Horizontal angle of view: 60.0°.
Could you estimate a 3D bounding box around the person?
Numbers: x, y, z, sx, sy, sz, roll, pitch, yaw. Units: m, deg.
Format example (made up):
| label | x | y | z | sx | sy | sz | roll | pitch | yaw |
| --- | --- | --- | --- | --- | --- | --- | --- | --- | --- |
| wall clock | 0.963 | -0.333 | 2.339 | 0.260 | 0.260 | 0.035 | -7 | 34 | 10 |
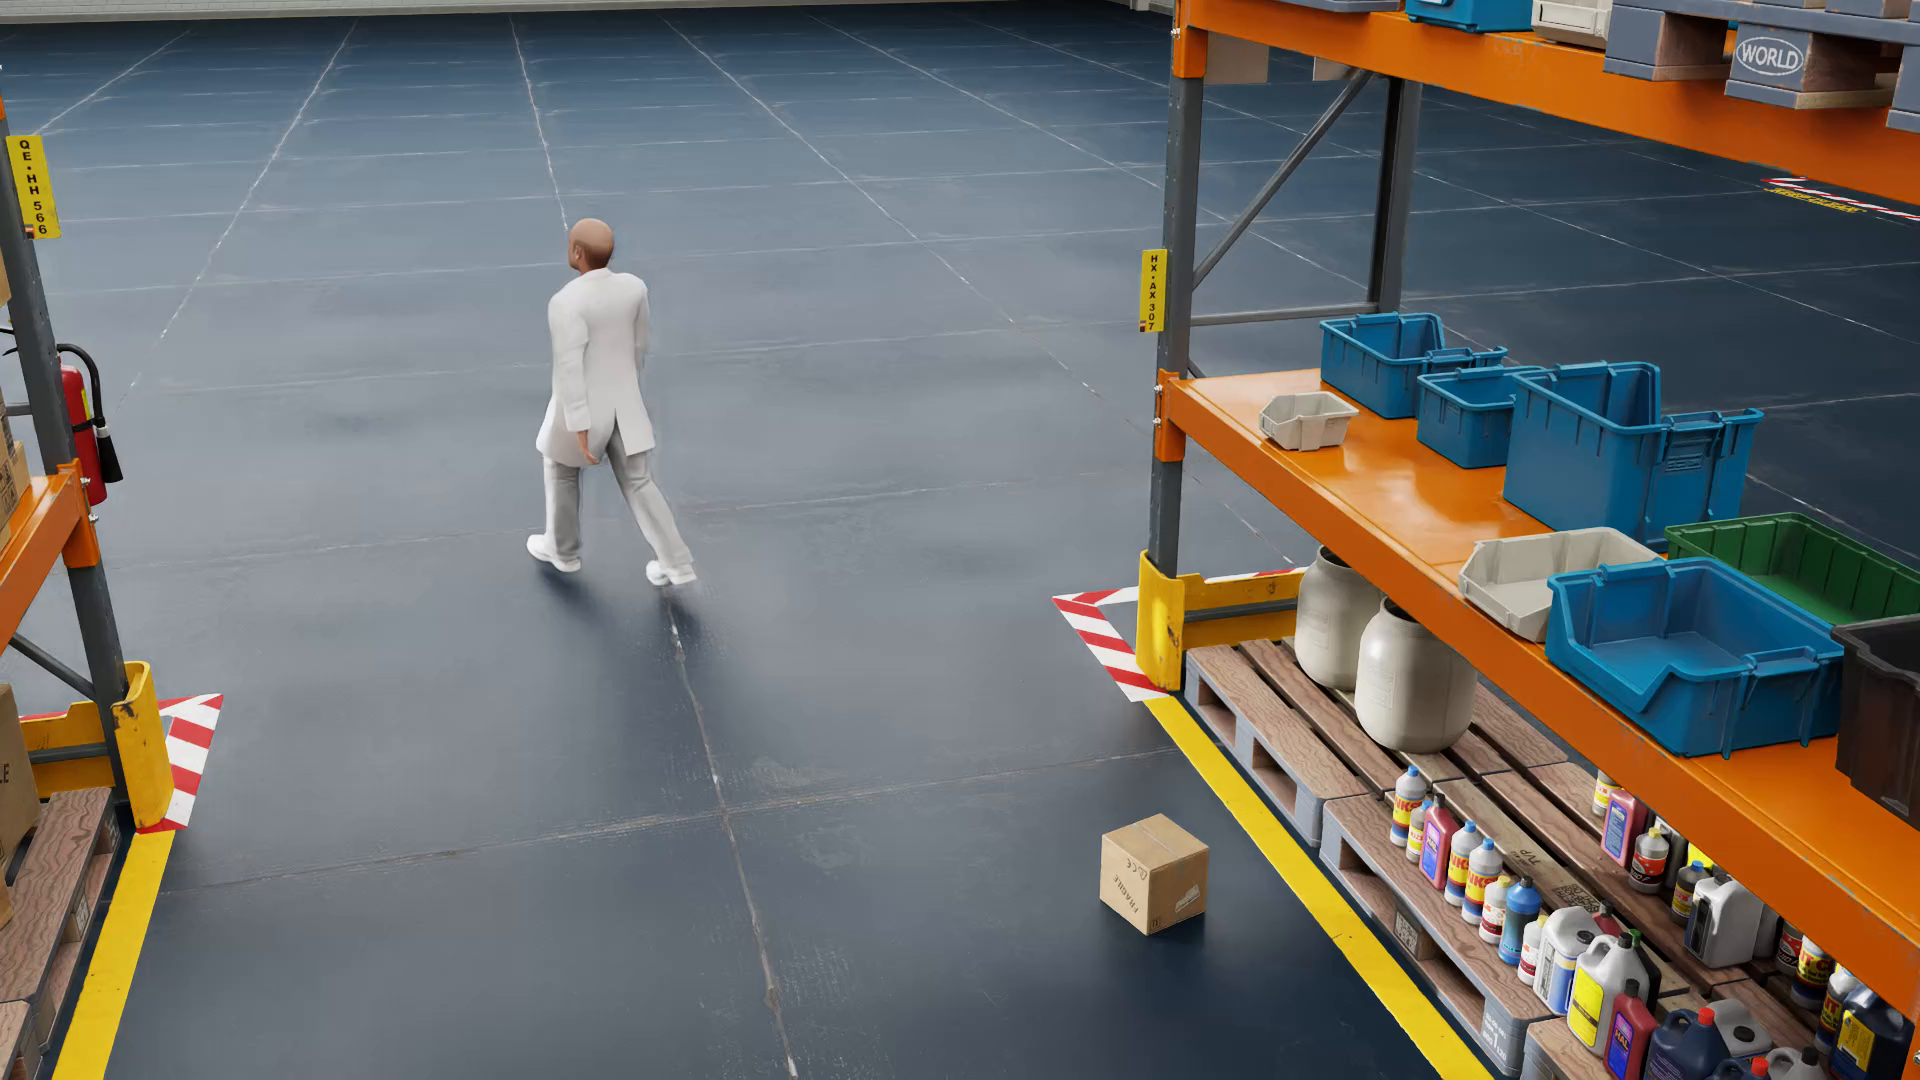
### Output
| label | x | y | z | sx | sy | sz | roll | pitch | yaw |
| --- | --- | --- | --- | --- | --- | --- | --- | --- | --- |
| person | -1.647 | -0.618 | 7.596 | 0.563 | 1.728 | 1.104 | -20 | 30 | -40 |
